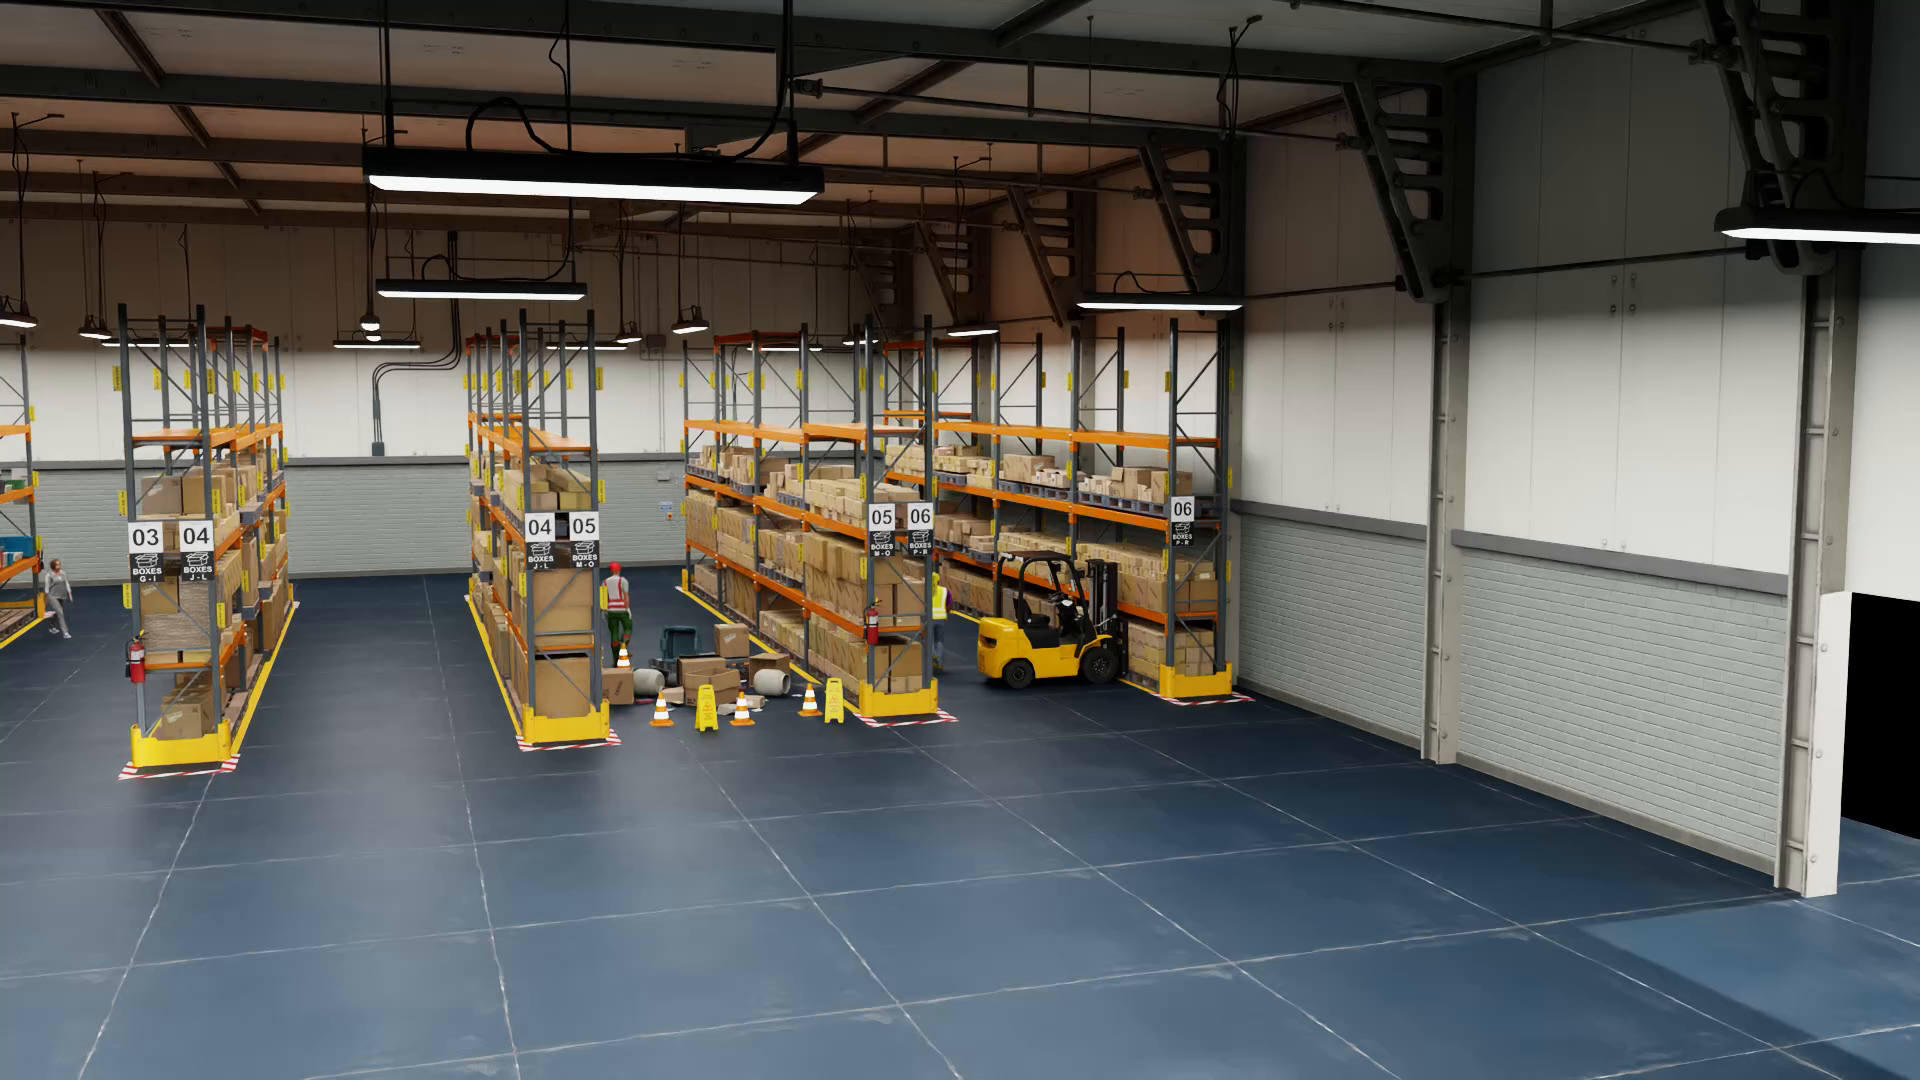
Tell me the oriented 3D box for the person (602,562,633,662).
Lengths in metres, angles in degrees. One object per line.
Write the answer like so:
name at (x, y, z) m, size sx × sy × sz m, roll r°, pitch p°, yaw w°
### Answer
person at (-6.148, 1.286, 29.783) m, size 0.572 × 1.777 × 0.526 m, roll 0°, pitch 5°, yaw -1°

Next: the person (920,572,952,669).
person at (-0.459, 1.410, 29.307) m, size 0.705 × 1.651 × 0.758 m, roll -2°, pitch 6°, yaw -17°

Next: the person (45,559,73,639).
person at (-17.647, 1.130, 32.541) m, size 0.939 × 1.546 × 0.463 m, roll 4°, pitch 7°, yaw 36°
